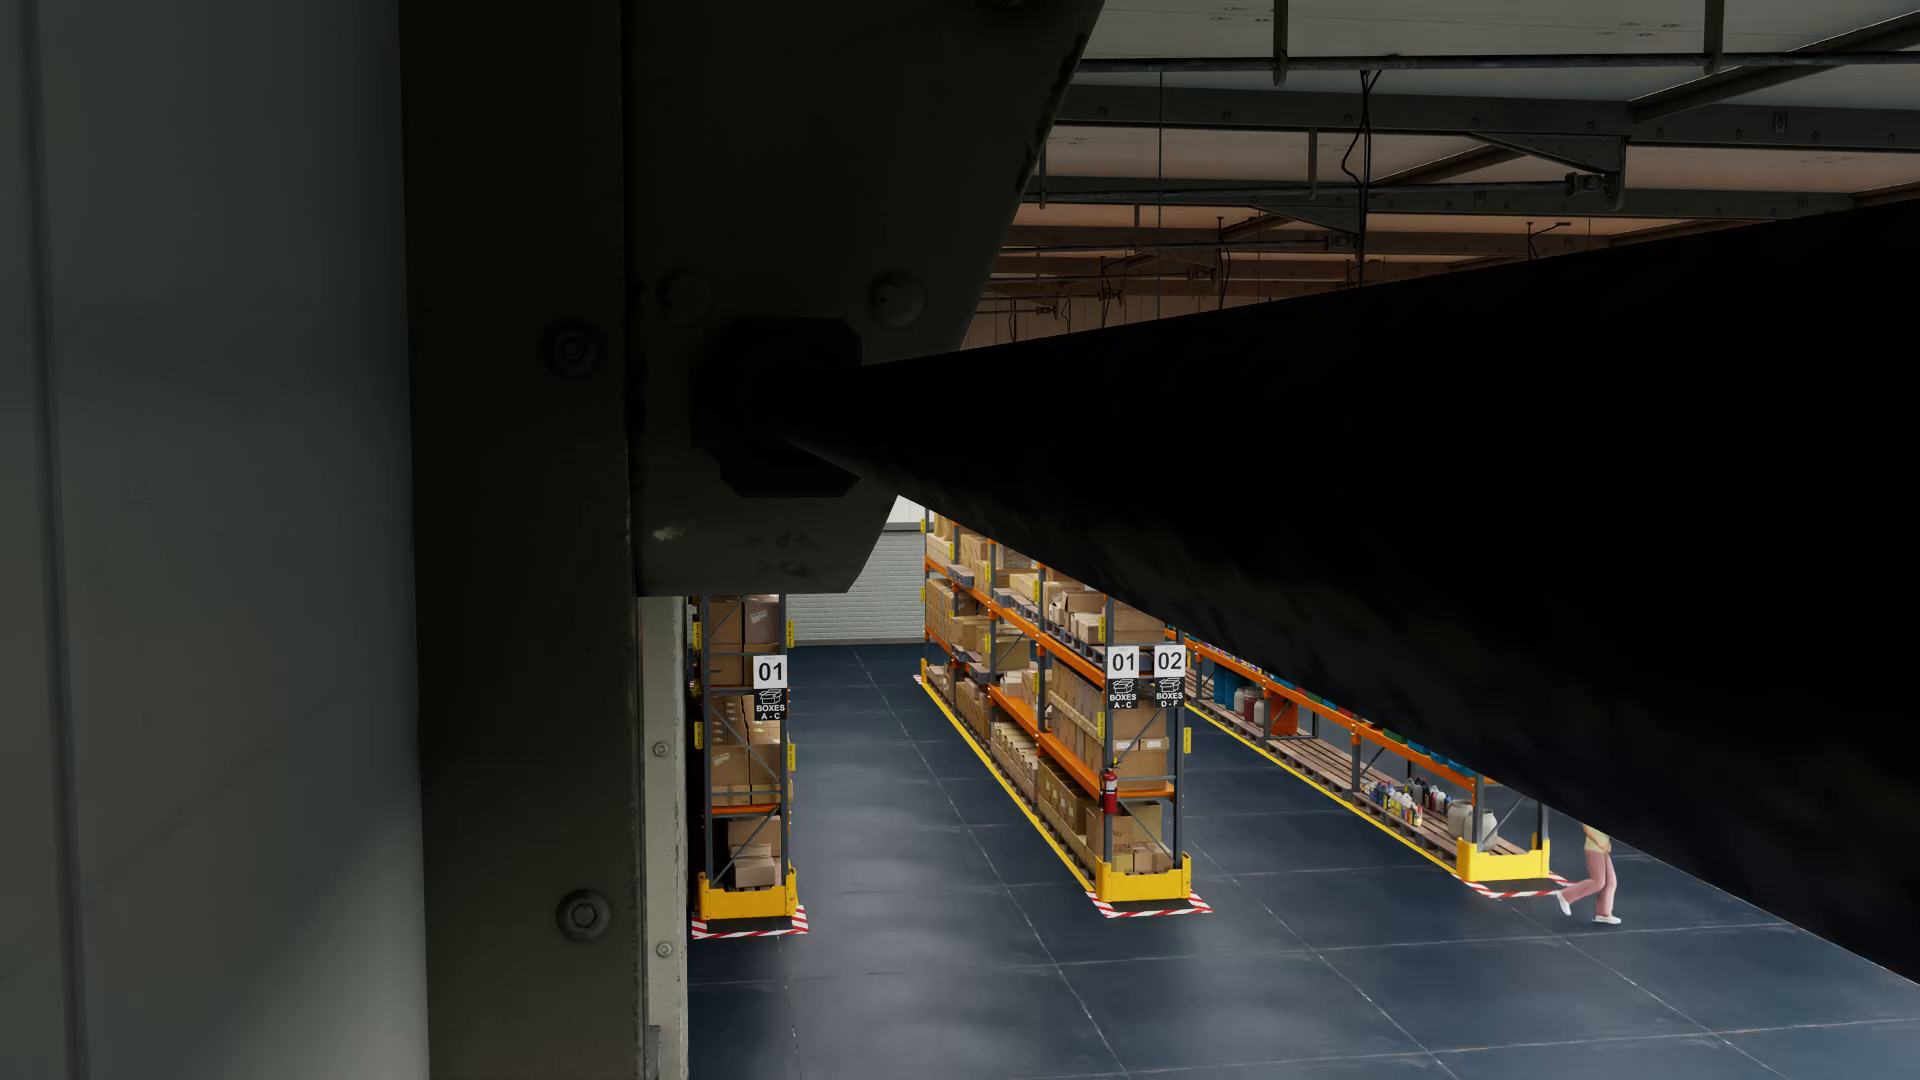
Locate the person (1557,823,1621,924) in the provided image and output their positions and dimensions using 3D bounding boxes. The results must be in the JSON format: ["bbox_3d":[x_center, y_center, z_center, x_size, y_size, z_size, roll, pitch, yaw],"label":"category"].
[{"bbox_3d":[7.655,3.748,20.091,0.741,1.629,0.647,3,6,29],"label":"person"}]
